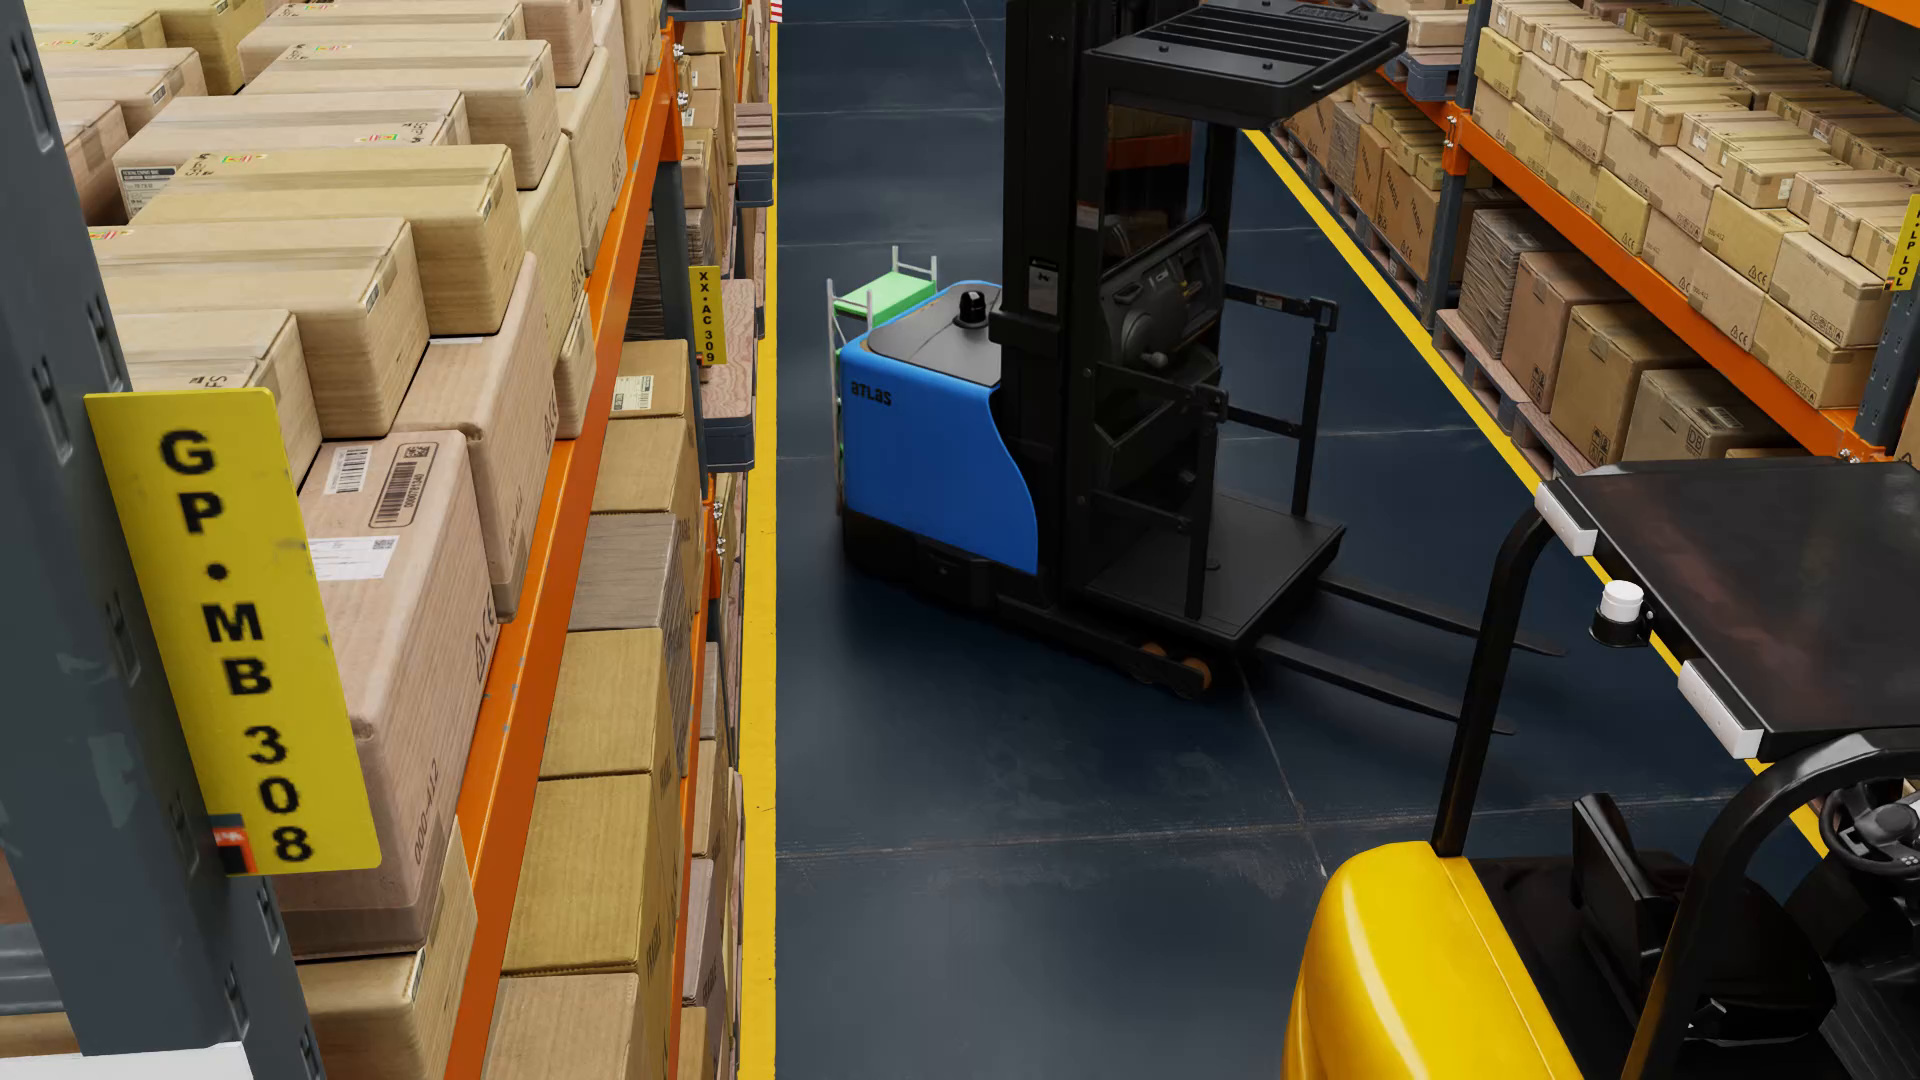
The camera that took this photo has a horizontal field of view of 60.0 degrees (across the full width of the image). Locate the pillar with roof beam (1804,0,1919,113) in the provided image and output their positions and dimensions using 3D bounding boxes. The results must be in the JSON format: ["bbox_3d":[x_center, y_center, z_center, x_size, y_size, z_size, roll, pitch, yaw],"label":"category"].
[{"bbox_3d":[-0.020,-4.318,6.204,9.100,9.000,0.400,-3,31,-5],"label":"pillar with roof beam"}]

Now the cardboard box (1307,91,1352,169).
[{"bbox_3d":[2.796,-2.937,11.769,0.500,0.500,0.500,-4,31,-6],"label":"cardboard box"}]

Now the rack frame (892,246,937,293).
[{"bbox_3d":[-0.209,-0.809,7.935,0.240,1.200,0.015,19,36,29],"label":"rack frame"}]

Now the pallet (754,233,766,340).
[{"bbox_3d":[-1.693,-1.541,10.124,1.003,0.211,1.213,-3,31,-5],"label":"pallet"}]

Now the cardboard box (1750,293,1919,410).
[{"bbox_3d":[3.313,-0.710,6.159,0.500,0.250,0.500,-2,31,-3],"label":"cardboard box"}]

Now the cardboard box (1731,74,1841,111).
[{"bbox_3d":[3.641,-1.954,7.365,0.380,0.149,0.250,-2,31,-3],"label":"cardboard box"}]

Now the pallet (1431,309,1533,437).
[{"bbox_3d":[3.285,-0.952,9.138,1.003,0.211,1.213,-3,31,-5],"label":"pallet"}]

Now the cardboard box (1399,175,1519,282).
[{"bbox_3d":[2.993,-1.884,10.007,0.500,0.500,0.500,-2,31,-3],"label":"cardboard box"}]

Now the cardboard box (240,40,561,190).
[{"bbox_3d":[-0.790,-0.610,2.389,0.380,0.149,0.250,-2,31,-3],"label":"cardboard box"}]

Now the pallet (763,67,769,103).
[{"bbox_3d":[-2.062,-3.569,13.519,1.003,0.211,1.213,-3,31,-5],"label":"pallet"}]

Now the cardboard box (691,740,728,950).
[{"bbox_3d":[-0.949,0.938,4.796,0.500,0.500,0.500,-2,31,-4],"label":"cardboard box"}]

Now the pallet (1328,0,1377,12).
[{"bbox_3d":[3.061,-3.482,10.841,1.003,0.211,1.213,-3,31,-5],"label":"pallet"}]

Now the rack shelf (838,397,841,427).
[{"bbox_3d":[-0.347,-0.651,7.795,0.258,0.148,0.480,19,36,29],"label":"rack shelf"}]

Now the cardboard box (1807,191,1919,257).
[{"bbox_3d":[3.326,-1.145,6.012,0.380,0.149,0.250,-3,31,-5],"label":"cardboard box"}]

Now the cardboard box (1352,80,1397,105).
[{"bbox_3d":[2.880,-3.003,11.248,0.380,0.149,0.250,-3,31,-4],"label":"cardboard box"}]

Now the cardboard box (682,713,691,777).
[{"bbox_3d":[-0.889,0.486,4.255,0.380,0.149,0.250,-3,31,-5],"label":"cardboard box"}]

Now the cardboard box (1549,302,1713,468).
[{"bbox_3d":[3.424,-0.736,7.964,0.875,0.625,0.625,-4,31,-7],"label":"cardboard box"}]

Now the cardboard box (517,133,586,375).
[{"bbox_3d":[-0.839,-0.388,2.406,0.500,0.250,0.500,-2,31,-3],"label":"cardboard box"}]

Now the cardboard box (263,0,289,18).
[{"bbox_3d":[-1.440,-0.973,2.996,0.380,0.149,0.250,-3,31,-5],"label":"cardboard box"}]

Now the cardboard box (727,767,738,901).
[{"bbox_3d":[-0.998,1.000,5.423,0.500,0.250,0.500,-1,31,-2],"label":"cardboard box"}]

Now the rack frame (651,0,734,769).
[{"bbox_3d":[-1.321,-0.289,5.310,1.000,3.000,0.127,-3,31,-5],"label":"rack frame"}]

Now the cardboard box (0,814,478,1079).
[{"bbox_3d":[-0.655,0.388,1.495,0.380,0.149,0.250,-3,31,-5],"label":"cardboard box"}]

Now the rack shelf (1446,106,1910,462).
[{"bbox_3d":[3.434,-1.241,7.605,1.077,0.370,4.000,-3,31,-5],"label":"rack shelf"}]

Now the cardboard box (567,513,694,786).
[{"bbox_3d":[-0.924,0.282,3.965,0.500,0.500,0.500,-2,31,-3],"label":"cardboard box"}]

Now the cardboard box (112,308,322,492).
[{"bbox_3d":[-0.817,-0.089,1.516,0.380,0.149,0.250,-3,31,-5],"label":"cardboard box"}]

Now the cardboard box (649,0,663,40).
[{"bbox_3d":[-1.011,-1.427,4.145,0.500,0.250,0.500,-3,31,-5],"label":"cardboard box"}]

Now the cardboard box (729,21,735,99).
[{"bbox_3d":[-1.375,-2.464,8.153,0.500,0.500,0.500,-4,31,-6],"label":"cardboard box"}]

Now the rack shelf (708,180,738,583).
[{"bbox_3d":[-1.508,-1.002,7.203,1.077,0.370,4.000,-3,31,-5],"label":"rack shelf"}]

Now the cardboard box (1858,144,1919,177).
[{"bbox_3d":[3.762,-1.437,6.500,0.380,0.149,0.250,-3,31,-5],"label":"cardboard box"}]

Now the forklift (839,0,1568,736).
[{"bbox_3d":[0.975,-0.930,6.449,3.031,2.935,1.130,19,36,29],"label":"forklift"}]

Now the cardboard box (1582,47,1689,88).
[{"bbox_3d":[3.149,-2.190,7.761,0.380,0.149,0.250,-2,31,-4],"label":"cardboard box"}]

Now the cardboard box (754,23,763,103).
[{"bbox_3d":[-2.020,-3.780,13.242,0.875,0.438,0.875,-3,31,-5],"label":"cardboard box"}]

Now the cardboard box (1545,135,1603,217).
[{"bbox_3d":[3.142,-1.749,7.899,0.500,0.250,0.500,-4,31,-6],"label":"cardboard box"}]

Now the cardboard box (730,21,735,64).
[{"bbox_3d":[-1.496,-2.752,9.092,0.500,0.250,0.500,-3,31,-5],"label":"cardboard box"}]

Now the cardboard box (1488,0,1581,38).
[{"bbox_3d":[2.983,-2.716,8.642,0.380,0.149,0.250,-2,31,-3],"label":"cardboard box"}]

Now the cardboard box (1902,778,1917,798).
[{"bbox_3d":[3.399,0.992,5.435,0.500,0.250,0.500,-3,31,-6],"label":"cardboard box"}]

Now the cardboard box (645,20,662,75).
[{"bbox_3d":[-0.987,-1.323,4.359,0.380,0.149,0.250,-3,31,-4],"label":"cardboard box"}]

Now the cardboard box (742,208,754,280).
[{"bbox_3d":[-1.677,-1.956,9.763,0.875,0.875,0.875,-3,31,-5],"label":"cardboard box"}]

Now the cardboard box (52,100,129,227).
[{"bbox_3d":[-1.289,-0.448,2.117,0.380,0.149,0.250,-3,31,-5],"label":"cardboard box"}]

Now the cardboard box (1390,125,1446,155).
[{"bbox_3d":[2.912,-2.471,10.358,0.380,0.149,0.250,-4,31,-6],"label":"cardboard box"}]

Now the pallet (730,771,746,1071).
[{"bbox_3d":[-1.223,1.249,5.453,1.003,0.211,1.213,-3,31,-5],"label":"pallet"}]

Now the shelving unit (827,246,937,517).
[{"bbox_3d":[-0.347,-0.706,7.762,0.258,1.200,0.503,19,36,29],"label":"shelving unit"}]

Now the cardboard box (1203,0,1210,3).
[{"bbox_3d":[2.453,-4.733,14.777,0.500,0.500,0.500,-2,31,-4],"label":"cardboard box"}]

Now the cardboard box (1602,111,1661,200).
[{"bbox_3d":[3.195,-1.700,7.330,0.500,0.250,0.500,-2,31,-4],"label":"cardboard box"}]

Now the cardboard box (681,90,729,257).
[{"bbox_3d":[-1.159,-1.402,6.375,0.500,0.500,0.500,-3,31,-5],"label":"cardboard box"}]

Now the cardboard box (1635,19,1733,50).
[{"bbox_3d":[3.578,-2.473,8.235,0.380,0.149,0.250,-3,31,-5],"label":"cardboard box"}]

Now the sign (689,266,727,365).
[{"bbox_3d":[-0.781,-0.691,5.138,0.100,0.325,0.005,-3,31,-5],"label":"sign"}]

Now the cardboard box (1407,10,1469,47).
[{"bbox_3d":[2.804,-2.961,9.617,0.380,0.149,0.250,-2,31,-4],"label":"cardboard box"}]

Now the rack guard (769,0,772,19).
[{"bbox_3d":[-2.444,-5.355,16.228,1.175,0.500,0.348,-3,31,-5],"label":"rack guard"}]

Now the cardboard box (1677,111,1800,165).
[{"bbox_3d":[3.219,-1.665,6.883,0.380,0.149,0.250,-2,31,-4],"label":"cardboard box"}]

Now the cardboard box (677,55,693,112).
[{"bbox_3d":[-1.217,-1.726,6.284,0.380,0.149,0.250,-1,31,-2],"label":"cardboard box"}]
